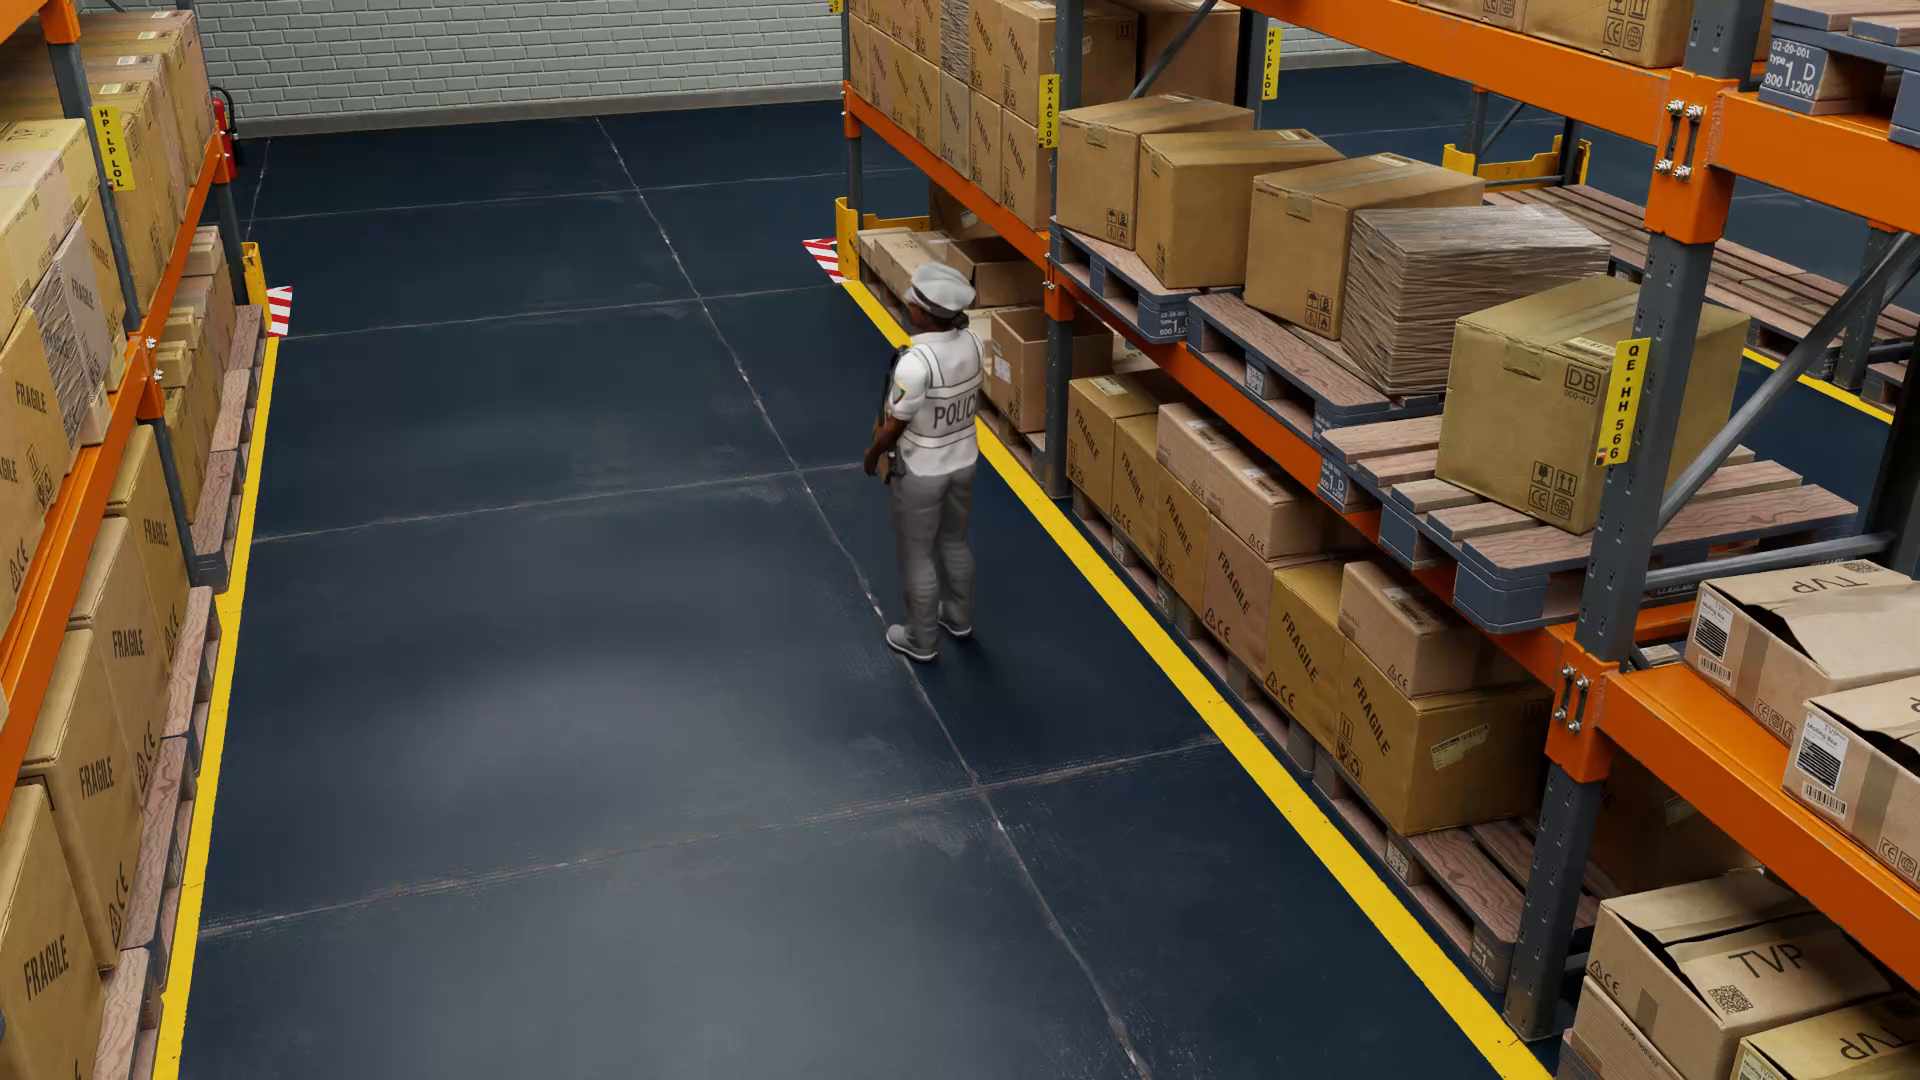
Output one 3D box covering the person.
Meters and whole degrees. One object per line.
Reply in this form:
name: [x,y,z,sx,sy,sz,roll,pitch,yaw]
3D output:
person: [-0.121,-0.315,6.692,0.475,1.700,0.542,22,34,36]
